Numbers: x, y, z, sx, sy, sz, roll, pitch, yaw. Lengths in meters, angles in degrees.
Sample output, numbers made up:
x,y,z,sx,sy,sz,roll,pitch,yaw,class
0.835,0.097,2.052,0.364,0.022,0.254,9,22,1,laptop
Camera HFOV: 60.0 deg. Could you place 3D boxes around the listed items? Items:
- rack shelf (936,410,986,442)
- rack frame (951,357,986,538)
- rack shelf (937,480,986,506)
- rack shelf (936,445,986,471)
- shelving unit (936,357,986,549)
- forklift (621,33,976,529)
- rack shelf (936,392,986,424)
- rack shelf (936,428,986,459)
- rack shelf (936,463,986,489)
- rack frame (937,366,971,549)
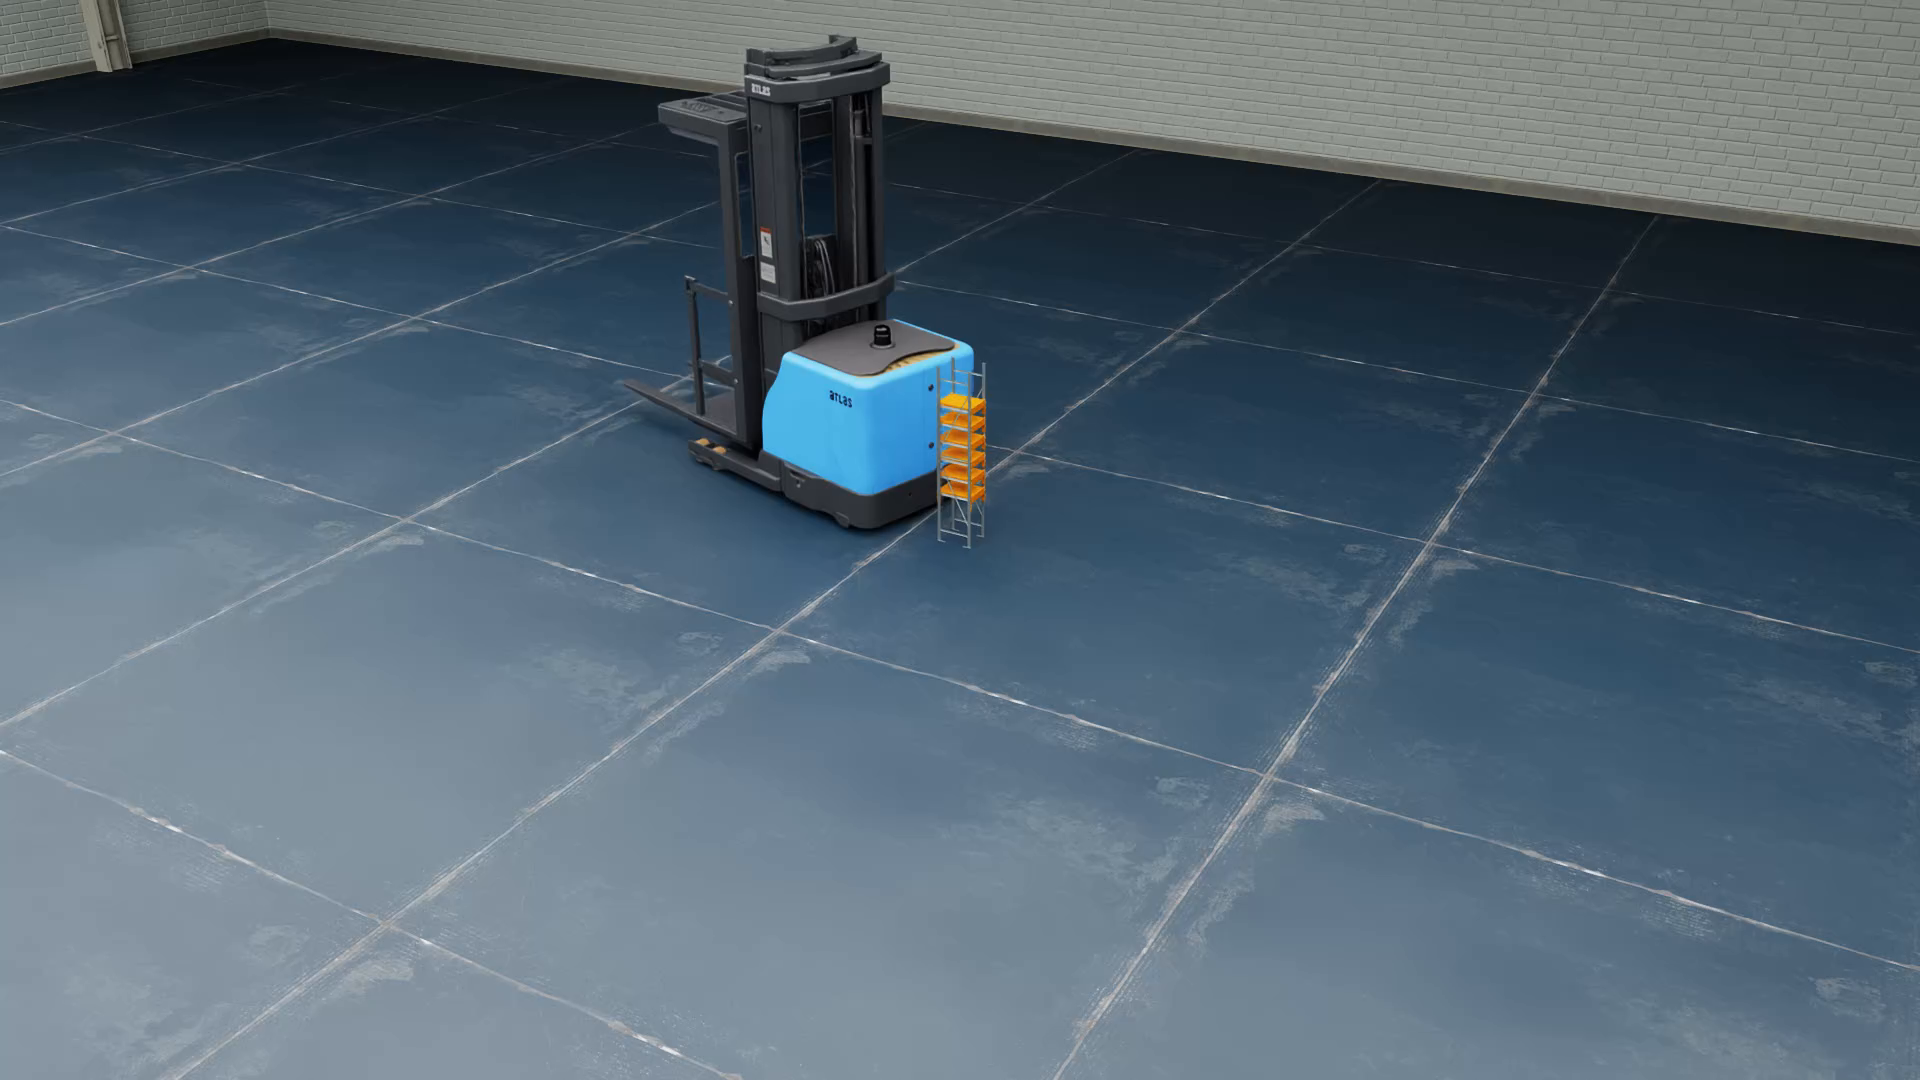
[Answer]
x,y,z,sx,sy,sz,roll,pitch,yaw,class
0.007,-0.717,10.405,0.258,0.103,0.180,14,30,26,rack shelf
0.052,-0.578,10.564,0.240,1.200,0.006,14,30,26,rack frame
0.007,-0.288,10.620,0.258,0.103,0.180,14,30,26,rack shelf
0.007,-0.502,10.513,0.258,0.103,0.180,14,30,26,rack shelf
0.007,-0.542,10.493,0.258,1.200,0.189,14,30,26,shelving unit
-1.287,-1.945,11.361,1.130,2.935,3.031,-24,35,-39,forklift
0.007,-0.824,10.351,0.258,0.103,0.180,14,30,26,rack shelf
0.007,-0.610,10.459,0.258,0.103,0.180,14,30,26,rack shelf
0.007,-0.395,10.566,0.258,0.103,0.180,14,30,26,rack shelf
-0.038,-0.507,10.421,0.240,1.200,0.006,14,30,26,rack frame
